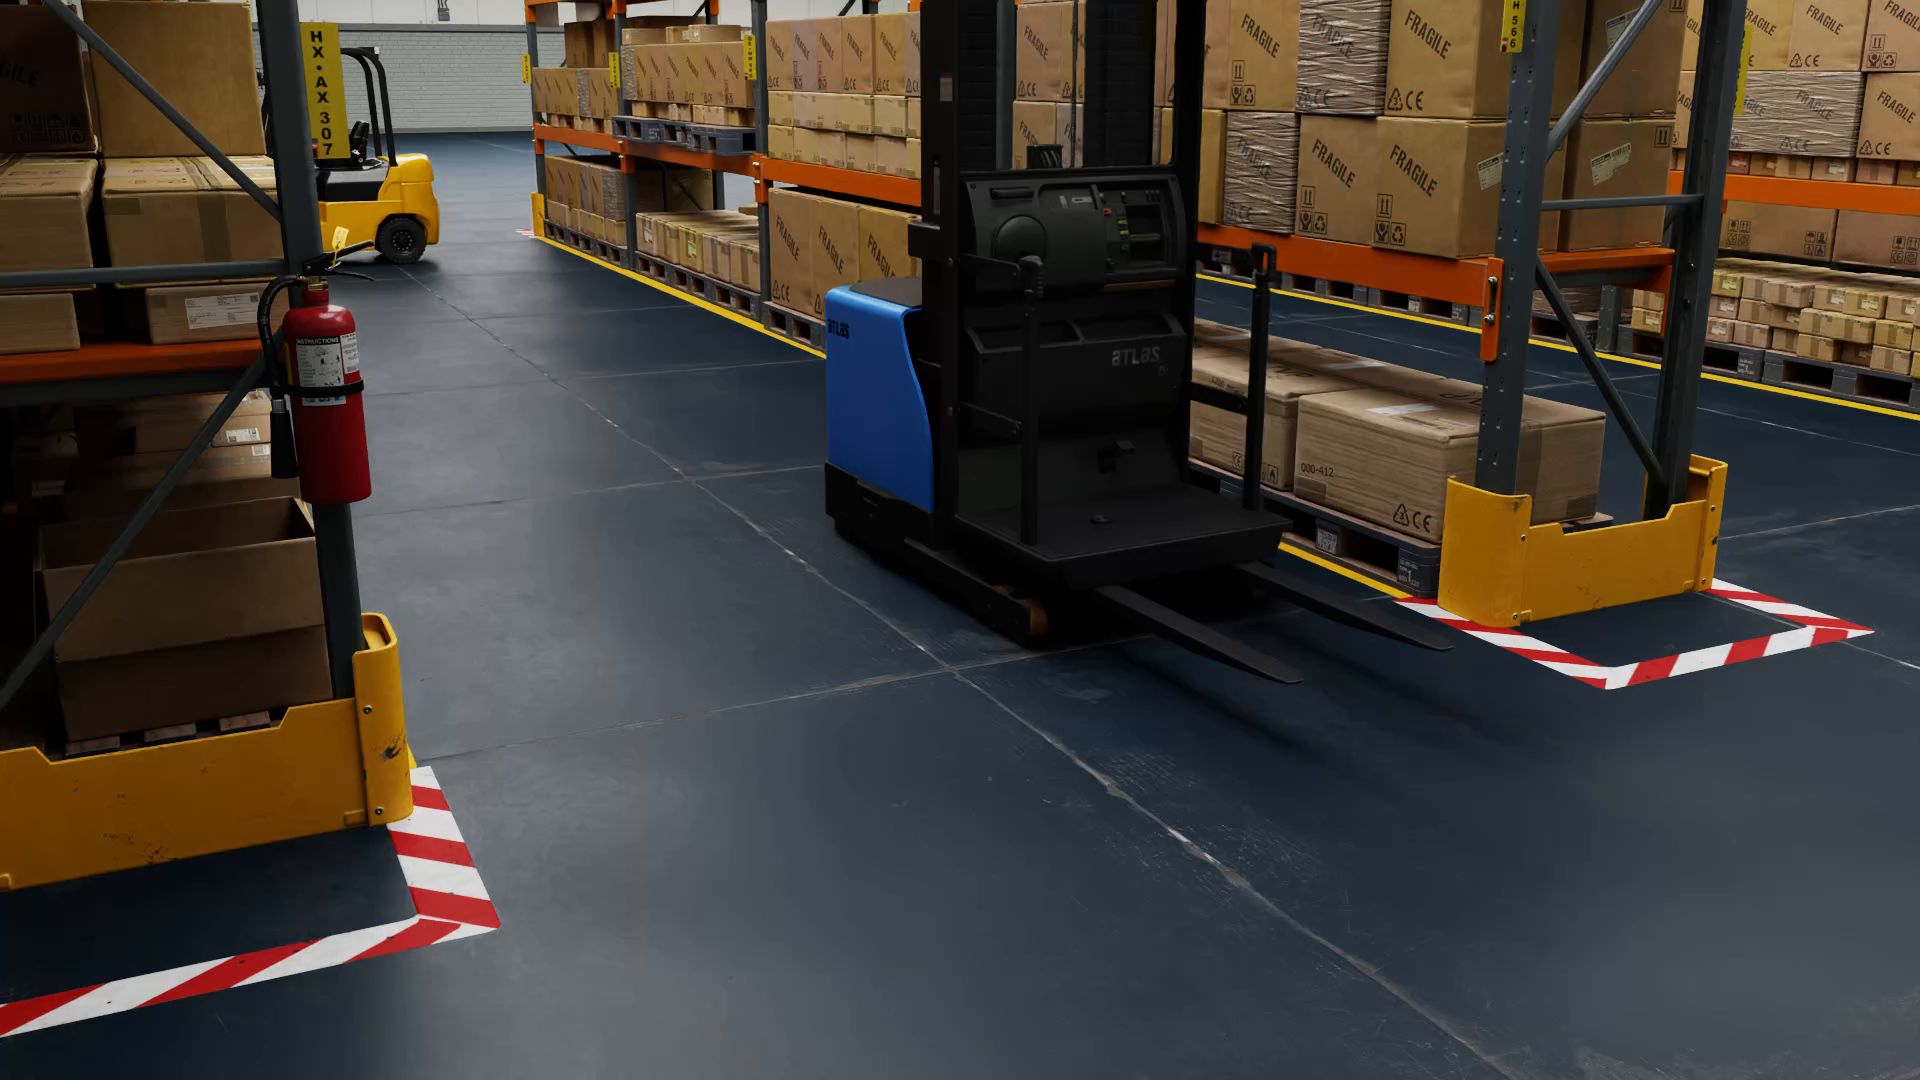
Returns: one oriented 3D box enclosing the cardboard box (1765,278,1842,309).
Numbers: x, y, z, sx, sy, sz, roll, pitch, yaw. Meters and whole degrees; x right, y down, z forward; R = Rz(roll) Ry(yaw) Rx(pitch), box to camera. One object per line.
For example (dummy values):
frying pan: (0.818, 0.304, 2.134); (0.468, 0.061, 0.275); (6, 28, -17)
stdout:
cardboard box: (5.410, -1.585, 10.663); (0.380, 0.149, 0.250); (-7, 18, -24)

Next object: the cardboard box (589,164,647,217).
cardboard box: (-3.585, -3.686, 17.521); (0.500, 0.500, 0.500); (-7, 18, -24)

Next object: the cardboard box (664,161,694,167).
cardboard box: (-2.877, -3.975, 17.351); (0.380, 0.149, 0.250); (-7, 18, -24)

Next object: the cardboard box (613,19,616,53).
cardboard box: (-3.258, -5.269, 17.640); (0.700, 0.500, 0.500); (-8, 18, -26)

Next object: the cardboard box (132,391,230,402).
cardboard box: (-3.826, -0.768, 8.260); (0.500, 0.500, 0.500); (-7, 17, -22)

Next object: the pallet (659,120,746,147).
pallet: (-2.012, -3.607, 14.729); (1.003, 0.211, 1.213); (-8, 18, -25)

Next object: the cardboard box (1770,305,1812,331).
cardboard box: (5.466, -1.444, 10.713); (0.380, 0.149, 0.250); (-7, 17, -22)

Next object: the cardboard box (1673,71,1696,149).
cardboard box: (5.040, -2.882, 11.136); (0.500, 0.500, 0.500); (-8, 18, -26)

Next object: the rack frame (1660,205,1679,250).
rack frame: (7.800, -4.411, 17.183); (1.000, 3.000, 0.127); (-8, 18, -25)

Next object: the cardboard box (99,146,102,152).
cardboard box: (-2.934, -1.347, 6.239); (0.500, 0.250, 0.500); (-8, 18, -25)

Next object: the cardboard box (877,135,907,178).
cardboard box: (-0.205, -2.484, 10.740); (0.500, 0.250, 0.500); (-8, 18, -26)

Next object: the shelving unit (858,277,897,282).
shelving unit: (-0.318, -0.661, 7.651); (0.215, 1.050, 0.252); (-9, 18, -27)

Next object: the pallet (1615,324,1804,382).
pallet: (5.376, -1.342, 11.544); (1.003, 0.211, 1.213); (-8, 18, -25)

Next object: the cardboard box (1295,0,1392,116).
cardboard box: (1.716, -1.975, 6.701); (0.500, 0.500, 0.500); (-8, 18, -25)

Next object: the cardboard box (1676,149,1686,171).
cardboard box: (5.060, -2.559, 11.185); (0.380, 0.149, 0.250); (-7, 17, -23)

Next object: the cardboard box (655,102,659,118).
cardboard box: (-2.608, -3.987, 15.400); (0.380, 0.149, 0.250); (-6, 17, -21)

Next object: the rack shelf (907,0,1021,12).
rack shelf: (0.669, -6.420, 20.051); (1.077, 0.370, 4.000); (-8, 18, -25)

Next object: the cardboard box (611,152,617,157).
cardboard box: (-3.806, -4.499, 19.179); (0.380, 0.149, 0.250); (-7, 17, -23)

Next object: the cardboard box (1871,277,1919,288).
cardboard box: (6.077, -1.591, 10.685); (0.380, 0.149, 0.250); (-8, 18, -27)

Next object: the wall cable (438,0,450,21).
wall cable: (-14.282, -18.305, 48.559); (2.305, 6.003, 0.169); (-8, 18, -25)

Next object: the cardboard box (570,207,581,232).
cardboard box: (-4.041, -3.582, 18.520); (0.500, 0.250, 0.500); (-6, 17, -21)

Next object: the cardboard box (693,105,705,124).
cardboard box: (-2.033, -3.592, 14.023); (0.380, 0.149, 0.250); (-7, 18, -24)

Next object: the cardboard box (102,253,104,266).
cardboard box: (-3.199, -1.007, 5.777); (0.380, 0.149, 0.250); (-7, 17, -23)

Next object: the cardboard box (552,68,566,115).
cardboard box: (-4.201, -4.983, 18.455); (0.500, 0.500, 0.500); (-8, 18, -26)

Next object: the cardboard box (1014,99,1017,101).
cardboard box: (0.232, -2.470, 9.784); (0.500, 0.250, 0.500); (-8, 18, -25)

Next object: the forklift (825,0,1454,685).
forklift: (0.549, -1.178, 6.042); (1.130, 2.935, 3.031); (-9, 18, -27)

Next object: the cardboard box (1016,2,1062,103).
cardboard box: (0.635, -2.603, 8.888); (0.500, 0.500, 0.500); (-8, 18, -25)

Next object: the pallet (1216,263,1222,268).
pallet: (2.489, -3.003, 17.332); (1.003, 0.211, 1.213); (-8, 18, -25)

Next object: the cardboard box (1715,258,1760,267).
cardboard box: (5.440, -1.905, 11.781); (0.380, 0.149, 0.250); (-7, 17, -23)

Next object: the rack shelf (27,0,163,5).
rack shelf: (-6.445, -4.204, 12.330); (1.077, 0.370, 4.000); (-8, 18, -25)

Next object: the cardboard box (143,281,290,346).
cardboard box: (-1.961, -0.623, 4.438); (0.380, 0.149, 0.250); (-8, 18, -25)

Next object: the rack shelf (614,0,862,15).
rack shelf: (-1.984, -4.805, 14.423); (1.077, 0.370, 4.000); (-8, 18, -25)

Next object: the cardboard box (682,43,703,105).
cardboard box: (-2.016, -3.937, 14.050); (0.500, 0.500, 0.500); (-9, 18, -29)

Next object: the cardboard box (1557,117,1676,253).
cardboard box: (2.444, -1.431, 6.619); (0.500, 0.500, 0.500); (-8, 18, -25)

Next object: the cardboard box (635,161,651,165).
cardboard box: (-3.347, -3.885, 18.214); (0.500, 0.500, 0.500); (-7, 17, -22)

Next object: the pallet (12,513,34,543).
pallet: (-3.516, -0.110, 7.251); (1.003, 0.211, 1.213); (-8, 18, -25)

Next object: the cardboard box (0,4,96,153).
cardboard box: (-3.403, -1.651, 5.938); (0.500, 0.500, 0.500); (-8, 18, -26)

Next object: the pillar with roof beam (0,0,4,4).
pillar with roof beam: (-5.709, -7.718, 17.833); (9.100, 9.000, 0.400); (-8, 18, -25)

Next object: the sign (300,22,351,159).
sign: (-1.576, -1.111, 4.113); (0.100, 0.325, 0.005); (-8, 18, -25)

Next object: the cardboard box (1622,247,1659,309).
cardboard box: (4.964, -2.060, 12.762); (0.500, 0.500, 0.500); (-7, 17, -23)

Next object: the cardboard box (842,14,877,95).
cardboard box: (-0.455, -3.213, 11.013); (0.500, 0.500, 0.500); (-7, 18, -24)

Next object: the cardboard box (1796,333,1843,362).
cardboard box: (5.525, -1.230, 10.507); (0.380, 0.149, 0.250); (-8, 18, -26)

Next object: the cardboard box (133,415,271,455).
cardboard box: (-2.728, -0.152, 6.113); (0.500, 0.500, 0.500); (-7, 18, -24)

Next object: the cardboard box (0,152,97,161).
cardboard box: (-3.170, -1.163, 5.597); (0.500, 0.250, 0.500); (-8, 18, -25)

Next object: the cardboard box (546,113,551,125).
cardboard box: (-4.650, -4.967, 19.576); (0.380, 0.149, 0.250); (-8, 18, -25)

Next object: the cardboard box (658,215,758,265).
cardboard box: (-2.311, -2.836, 15.699); (0.950, 0.372, 0.625); (-6, 17, -21)

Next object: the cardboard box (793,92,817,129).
cardboard box: (-0.883, -3.098, 11.973); (0.500, 0.250, 0.500); (-7, 18, -24)

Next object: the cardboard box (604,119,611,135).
cardboard box: (-3.391, -4.188, 16.863); (0.380, 0.149, 0.250); (-7, 18, -24)

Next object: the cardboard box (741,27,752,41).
cardboard box: (-2.000, -4.588, 15.143); (0.380, 0.149, 0.250); (-9, 18, -27)

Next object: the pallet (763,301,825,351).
pallet: (-0.831, -1.668, 12.681); (1.003, 0.211, 1.213); (-8, 18, -25)

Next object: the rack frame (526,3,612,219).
rack frame: (-4.613, -5.197, 19.922); (1.000, 3.000, 0.127); (-8, 18, -25)

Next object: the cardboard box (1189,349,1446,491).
cardboard box: (1.609, -0.577, 7.708); (0.875, 0.438, 0.875); (-7, 17, -23)

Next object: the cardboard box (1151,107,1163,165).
cardboard box: (1.043, -1.872, 8.155); (0.500, 0.500, 0.500); (-8, 18, -25)

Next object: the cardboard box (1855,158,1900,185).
cardboard box: (5.659, -2.233, 10.048); (0.380, 0.149, 0.250); (-7, 17, -23)

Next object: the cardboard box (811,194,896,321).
cardboard box: (-0.493, -1.991, 11.841); (0.875, 0.875, 0.875); (-7, 18, -24)

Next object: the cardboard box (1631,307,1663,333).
cardboard box: (4.920, -1.547, 11.611); (0.380, 0.149, 0.250); (-9, 18, -27)
